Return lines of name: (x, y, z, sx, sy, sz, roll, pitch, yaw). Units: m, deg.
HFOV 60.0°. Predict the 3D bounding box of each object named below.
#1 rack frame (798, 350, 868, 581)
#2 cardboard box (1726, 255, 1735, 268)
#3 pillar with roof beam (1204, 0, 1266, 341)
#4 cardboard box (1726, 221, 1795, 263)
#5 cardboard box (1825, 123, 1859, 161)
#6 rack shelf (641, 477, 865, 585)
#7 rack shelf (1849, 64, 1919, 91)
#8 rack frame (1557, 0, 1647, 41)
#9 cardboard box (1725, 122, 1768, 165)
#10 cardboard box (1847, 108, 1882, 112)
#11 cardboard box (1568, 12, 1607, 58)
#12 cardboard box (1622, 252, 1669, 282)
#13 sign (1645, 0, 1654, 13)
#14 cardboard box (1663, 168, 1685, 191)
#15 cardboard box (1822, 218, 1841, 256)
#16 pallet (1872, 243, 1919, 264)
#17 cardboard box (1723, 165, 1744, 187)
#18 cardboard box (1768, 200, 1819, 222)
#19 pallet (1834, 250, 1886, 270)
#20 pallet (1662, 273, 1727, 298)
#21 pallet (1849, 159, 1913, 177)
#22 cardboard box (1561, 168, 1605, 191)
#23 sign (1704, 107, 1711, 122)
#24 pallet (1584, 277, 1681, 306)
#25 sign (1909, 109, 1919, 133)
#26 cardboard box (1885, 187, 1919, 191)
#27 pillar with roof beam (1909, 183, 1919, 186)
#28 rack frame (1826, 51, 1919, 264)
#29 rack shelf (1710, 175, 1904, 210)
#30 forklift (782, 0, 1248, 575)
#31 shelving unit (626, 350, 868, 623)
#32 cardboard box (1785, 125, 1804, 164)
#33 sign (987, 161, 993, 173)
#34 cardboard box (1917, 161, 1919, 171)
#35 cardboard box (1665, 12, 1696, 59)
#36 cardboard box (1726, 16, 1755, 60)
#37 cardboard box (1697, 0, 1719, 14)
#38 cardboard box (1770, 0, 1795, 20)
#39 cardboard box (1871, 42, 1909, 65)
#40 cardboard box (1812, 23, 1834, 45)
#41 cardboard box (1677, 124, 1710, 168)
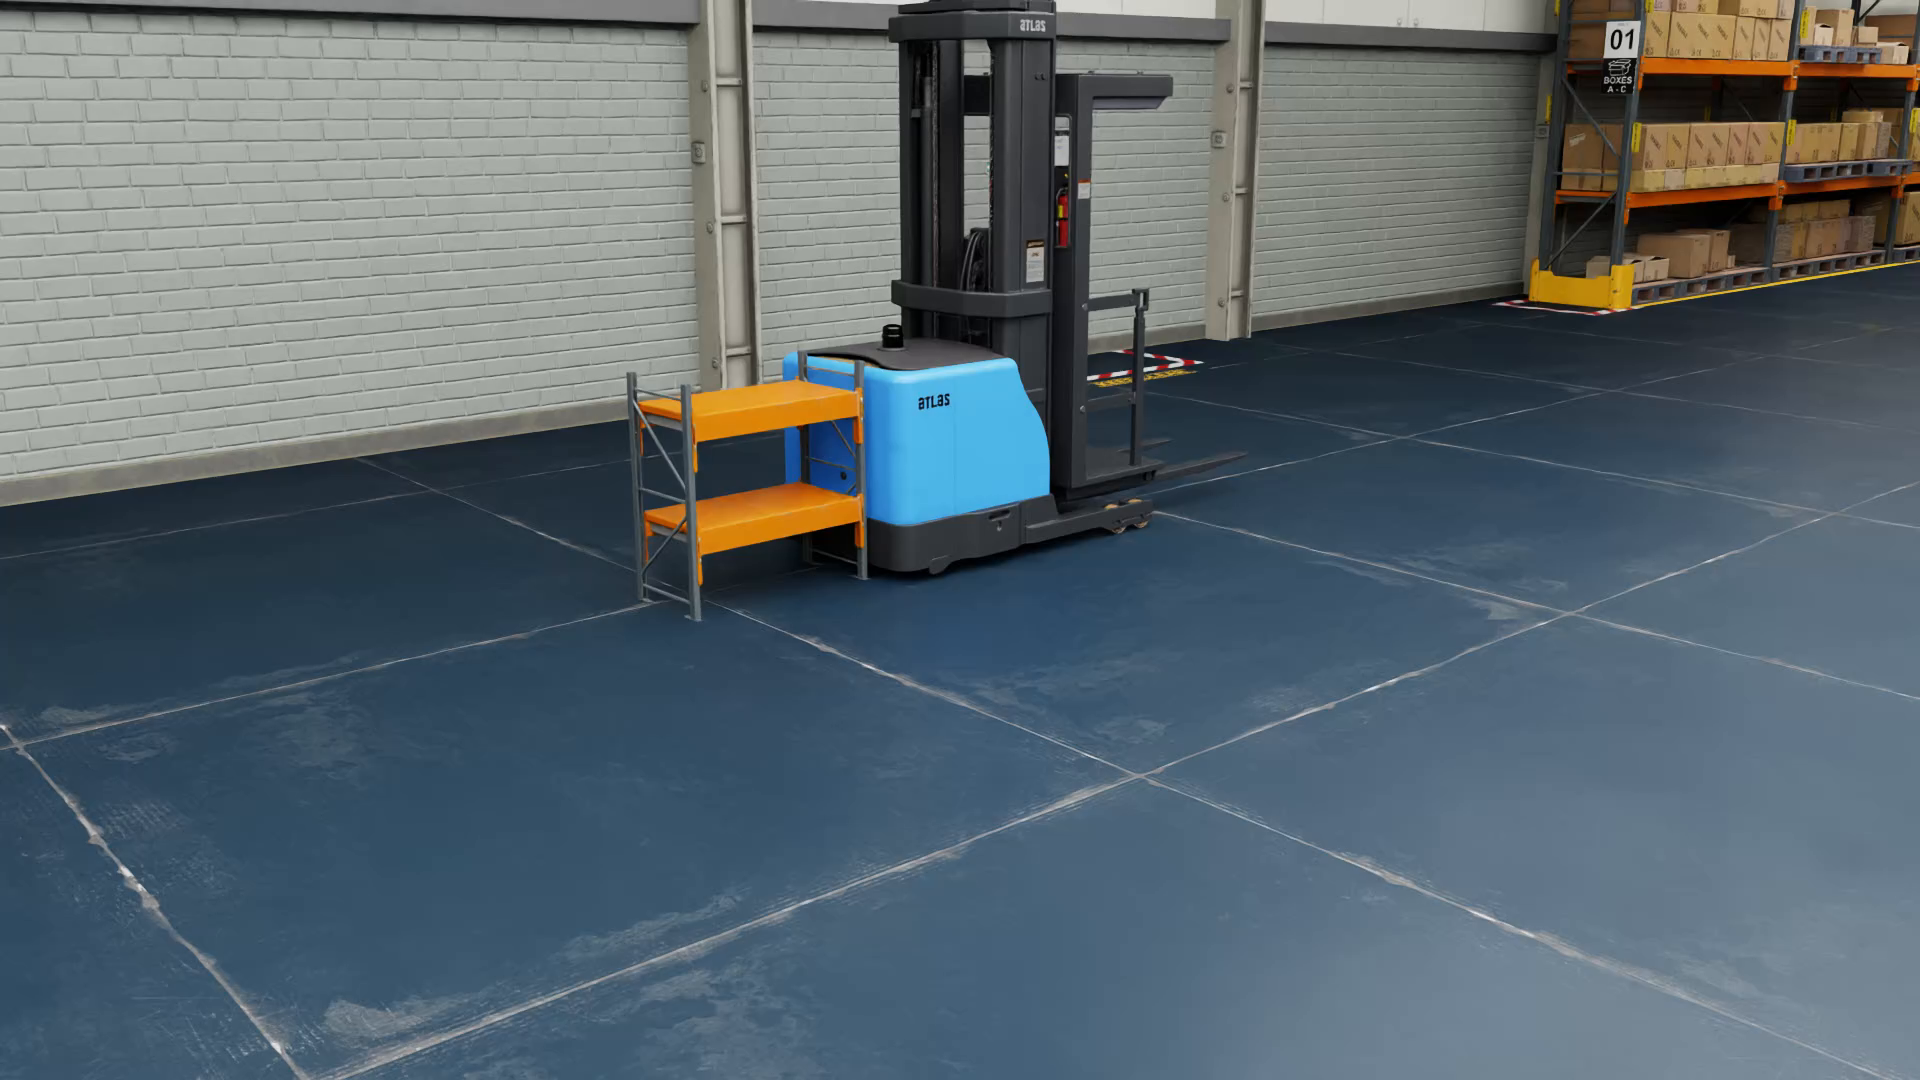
rack frame: (-0.652, -0.384, 8.508, 0.032, 1.125, 0.500, -13, 20, -41)
cardboard box: (9.926, -3.669, 21.812, 0.380, 0.166, 0.250, 13, 20, 40)
pillar with roof beam: (5.553, -5.575, 12.685, 0.400, 9.000, 9.100, -13, 19, -39)
cardboard box: (10.855, -4.055, 22.609, 0.500, 0.500, 0.700, -12, 19, -38)
cardboard box: (12.054, -5.564, 23.220, 0.500, 0.500, 0.700, -13, 19, -39)
rack shelf: (-1.025, -0.059, 8.237, 1.000, 0.278, 0.538, -13, 20, -41)
rack shelf: (14.836, -7.040, 25.375, 4.000, 0.370, 1.077, -13, 19, -39)
rack frame: (7.293, -7.143, 18.553, 0.127, 3.000, 1.000, -13, 19, -39)
cardboard box: (9.784, -4.996, 20.938, 0.500, 0.500, 0.500, -13, 20, -40)
cardboard box: (13.500, -6.291, 24.727, 0.500, 0.250, 0.500, -12, 19, -38)
cardboard box: (7.441, -5.872, 19.374, 0.500, 0.500, 0.500, -11, 18, -35)
cardboard box: (8.304, -3.354, 20.352, 0.500, 0.311, 0.500, -11, 18, -35)
sign: (7.649, -6.010, 18.432, 0.005, 0.325, 0.100, -13, 19, -39)
cardboard box: (8.252, -4.293, 19.762, 0.500, 0.250, 0.500, -13, 20, -41)
cardboard box: (11.998, -4.318, 23.595, 0.500, 0.500, 0.700, -13, 20, -40)
pallet: (13.972, -4.371, 25.206, 1.213, 0.211, 1.003, -13, 19, -39)
cardboard box: (9.401, -4.549, 20.720, 0.500, 0.250, 0.500, -13, 20, -40)
cardboard box: (11.575, -4.581, 23.127, 0.500, 0.250, 0.500, -13, 20, -41)
pallet: (12.737, -4.120, 24.266, 1.213, 0.211, 1.003, -13, 19, -39)
pallet: (8.906, -3.246, 20.995, 1.213, 0.211, 1.003, -13, 19, -39)
pallet: (12.860, -5.365, 23.896, 1.003, 0.211, 1.213, -13, 19, -39)
cardboard box: (7.518, -4.299, 19.782, 0.500, 0.250, 0.500, -12, 19, -39)
sign: (9.943, -5.589, 22.117, 0.005, 0.325, 0.100, -13, 19, -39)
pallet: (7.986, -3.041, 20.225, 1.213, 0.211, 1.003, -13, 19, -39)
sign: (13.691, -6.017, 23.872, 0.005, 0.325, 0.100, -13, 19, -39)
cardboard box: (14.634, -5.010, 25.546, 0.750, 0.750, 0.750, -13, 20, -40)
pillar with roof beam: (19.131, -8.624, 24.100, 0.400, 9.000, 9.100, -13, 19, -39)
rack frame: (13.328, -5.600, 24.401, 0.127, 3.000, 1.000, -13, 19, -39)
rack shelf: (11.819, -4.913, 23.225, 4.000, 0.370, 1.077, -13, 19, -39)
forklift: (0.468, -1.539, 9.332, 3.031, 2.935, 1.130, -13, 20, -41)
shelving unit: (-1.025, -0.295, 8.174, 1.048, 1.125, 0.538, -13, 20, -41)
cardboard box: (10.717, -5.262, 22.092, 0.500, 0.500, 0.700, -13, 19, -39)
sign: (0.362, -3.302, 14.705, 0.331, 0.109, 0.001, -13, 19, -39)
cardboard box: (14.180, -5.568, 24.731, 0.250, 0.149, 0.380, -12, 19, -38)
cardboard box: (8.138, -5.844, 19.269, 0.500, 0.500, 0.500, -11, 19, -36)
cardboard box: (9.309, -6.111, 20.271, 0.500, 0.500, 0.500, -14, 20, -41)
cardboard box: (8.534, -6.417, 19.478, 0.500, 0.500, 0.500, -12, 19, -38)
cardboard box: (10.110, -6.775, 20.817, 0.500, 0.500, 0.500, 14, 20, 42)
cardboard box: (12.962, -6.841, 23.369, 0.500, 0.311, 0.500, -13, 19, -39)
cardboard box: (11.240, -6.712, 22.113, 0.500, 0.311, 0.500, -12, 19, -38)
cardboard box: (8.623, -4.734, 19.960, 0.500, 0.500, 0.500, -13, 20, -41)
